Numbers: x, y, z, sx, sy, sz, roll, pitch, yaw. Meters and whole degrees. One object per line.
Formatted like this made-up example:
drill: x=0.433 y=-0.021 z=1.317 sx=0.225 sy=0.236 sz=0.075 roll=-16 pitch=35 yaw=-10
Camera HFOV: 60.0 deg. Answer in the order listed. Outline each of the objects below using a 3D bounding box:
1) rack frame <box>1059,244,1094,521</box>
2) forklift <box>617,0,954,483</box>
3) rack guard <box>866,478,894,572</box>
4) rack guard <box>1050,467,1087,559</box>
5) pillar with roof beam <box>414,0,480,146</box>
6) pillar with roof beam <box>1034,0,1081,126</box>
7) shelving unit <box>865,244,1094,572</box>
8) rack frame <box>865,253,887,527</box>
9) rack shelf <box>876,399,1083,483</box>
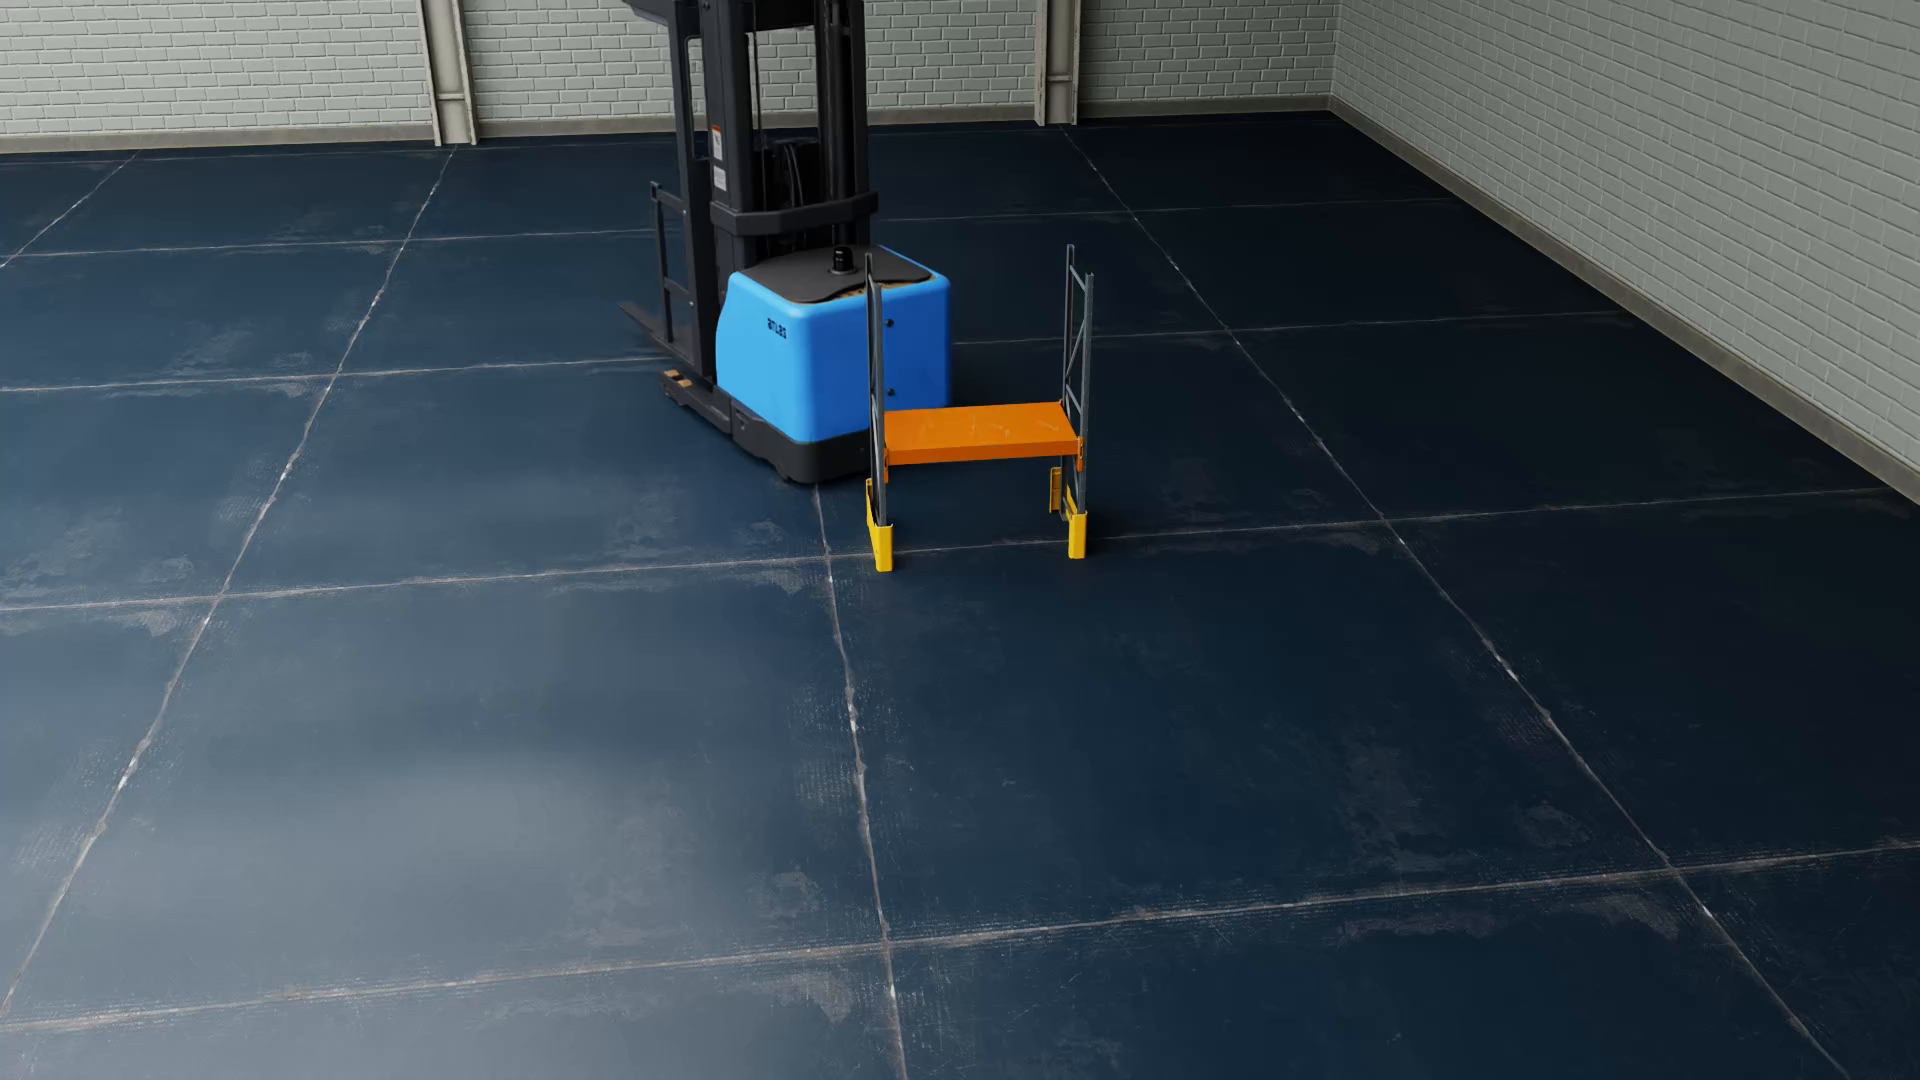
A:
rack frame: x=0.588 y=-0.705 z=8.481 sx=0.032 sy=1.500 sz=0.500 roll=-4 pitch=27 yaw=-7
forklift: x=-1.256 y=-2.245 z=9.915 sx=1.130 sy=2.935 sz=3.031 roll=-17 pitch=31 yaw=-29
rack guard: x=-0.418 y=-0.084 z=8.641 sx=0.087 sy=0.250 sz=0.587 roll=-4 pitch=27 yaw=-7
rack guard: x=0.569 y=-0.148 z=8.764 sx=0.087 sy=0.250 sz=0.587 roll=-4 pitch=27 yaw=-7
pillar with roof beam: x=-4.354 y=-5.993 z=10.573 sx=0.400 sy=9.000 sz=9.100 roll=-4 pitch=27 yaw=-7
pillar with roof beam: x=1.587 y=-6.375 z=11.317 sx=0.400 sy=9.000 sz=9.100 roll=-4 pitch=27 yaw=-7
shelving unit: x=0.076 y=-0.672 z=8.417 sx=1.083 sy=1.500 sz=0.587 roll=-4 pitch=27 yaw=-7
rack frame: x=-0.419 y=-0.640 z=8.355 sx=0.032 sy=1.500 sz=0.500 roll=-4 pitch=27 yaw=-7
rack shelf: x=0.084 y=-0.513 z=8.500 sx=1.000 sy=0.185 sz=0.538 roll=-4 pitch=27 yaw=-7
